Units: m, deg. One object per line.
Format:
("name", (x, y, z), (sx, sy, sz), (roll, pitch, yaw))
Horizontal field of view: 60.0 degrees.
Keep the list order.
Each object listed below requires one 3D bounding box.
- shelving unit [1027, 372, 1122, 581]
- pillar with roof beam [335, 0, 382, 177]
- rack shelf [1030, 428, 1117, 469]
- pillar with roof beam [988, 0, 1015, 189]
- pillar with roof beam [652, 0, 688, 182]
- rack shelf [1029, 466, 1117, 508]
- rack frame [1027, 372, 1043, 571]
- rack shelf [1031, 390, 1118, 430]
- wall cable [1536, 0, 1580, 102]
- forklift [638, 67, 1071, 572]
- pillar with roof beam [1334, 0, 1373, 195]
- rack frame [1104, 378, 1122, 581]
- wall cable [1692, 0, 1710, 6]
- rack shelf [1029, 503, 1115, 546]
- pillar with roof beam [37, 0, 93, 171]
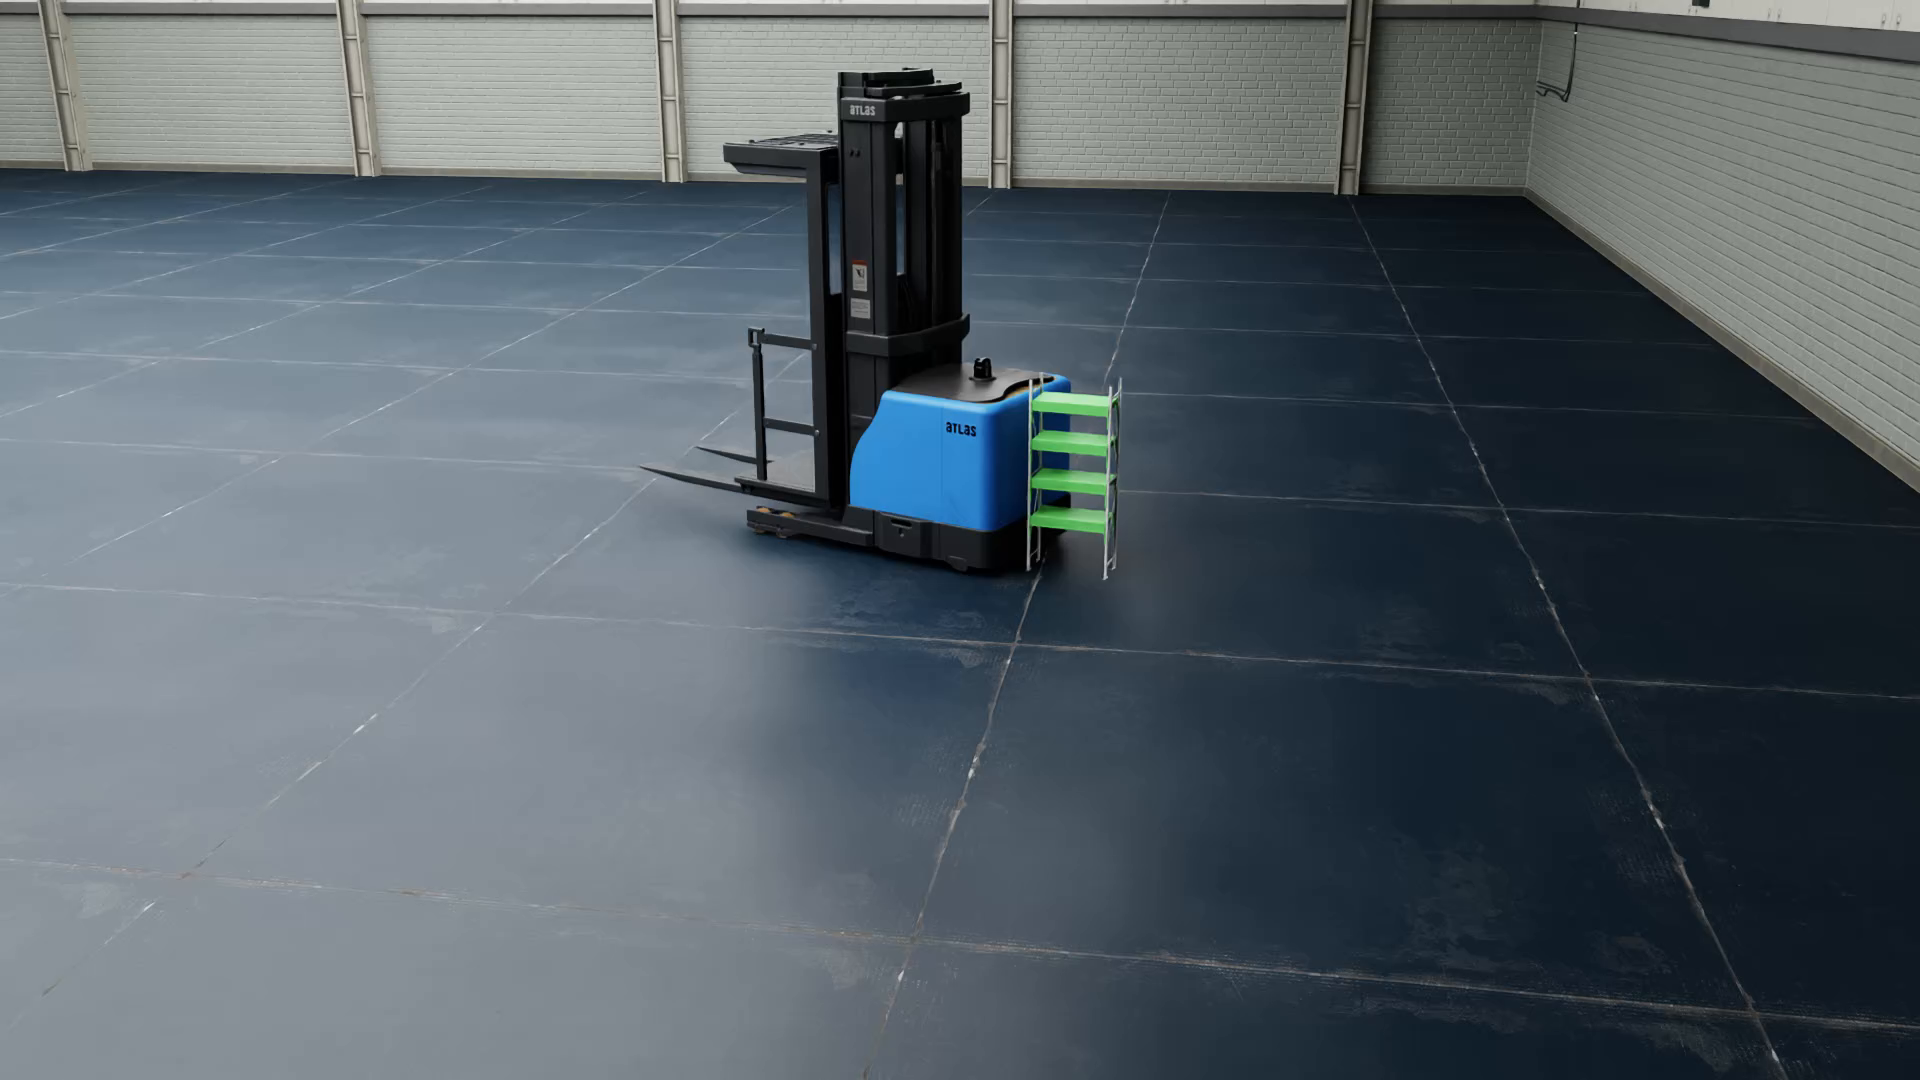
("shelving unit", (0.688, -0.386, 10.065), (0.503, 1.200, 0.258), (6, 20, 19))
("pillar with roof beam", (-11.813, -9.782, 25.857), (0.400, 9.000, 9.100), (3, 19, 9))
("rack shelf", (0.688, -0.553, 10.009), (0.480, 0.148, 0.258), (6, 20, 19))
("pillar with roof beam", (0.035, -9.178, 24.052), (0.400, 9.000, 9.100), (3, 19, 9))
("pillar with roof beam", (-5.889, -9.480, 24.954), (0.400, 9.000, 9.100), (3, 19, 9))
("rack shelf", (0.688, -0.325, 10.085), (0.480, 0.148, 0.258), (6, 20, 19))
("rack frame", (0.458, -0.412, 10.143), (0.015, 1.200, 0.240), (6, 20, 19))
("rack shelf", (0.688, -0.780, 9.933), (0.480, 0.148, 0.258), (6, 20, 19))
("wall cable", (9.341, -8.190, 25.991), (0.112, 2.526, 3.097), (3, 19, 9))
("forklift", (-0.801, -1.530, 10.757), (3.031, 2.935, 1.130), (11, 22, 31))
("pillar with roof beam", (5.959, -8.876, 23.149), (0.400, 9.000, 9.100), (3, 19, 9))
("rack frame", (0.918, -0.360, 9.988), (0.015, 1.200, 0.240), (6, 20, 19))
("wall cable", (7.819, -8.302, 16.073), (0.169, 6.003, 2.305), (3, 19, 9))
("rack shelf", (0.688, -0.098, 10.162), (0.480, 0.148, 0.258), (6, 20, 19))
("pillar with roof beam", (-17.737, -10.084, 26.759), (0.400, 9.000, 9.100), (3, 19, 9))
